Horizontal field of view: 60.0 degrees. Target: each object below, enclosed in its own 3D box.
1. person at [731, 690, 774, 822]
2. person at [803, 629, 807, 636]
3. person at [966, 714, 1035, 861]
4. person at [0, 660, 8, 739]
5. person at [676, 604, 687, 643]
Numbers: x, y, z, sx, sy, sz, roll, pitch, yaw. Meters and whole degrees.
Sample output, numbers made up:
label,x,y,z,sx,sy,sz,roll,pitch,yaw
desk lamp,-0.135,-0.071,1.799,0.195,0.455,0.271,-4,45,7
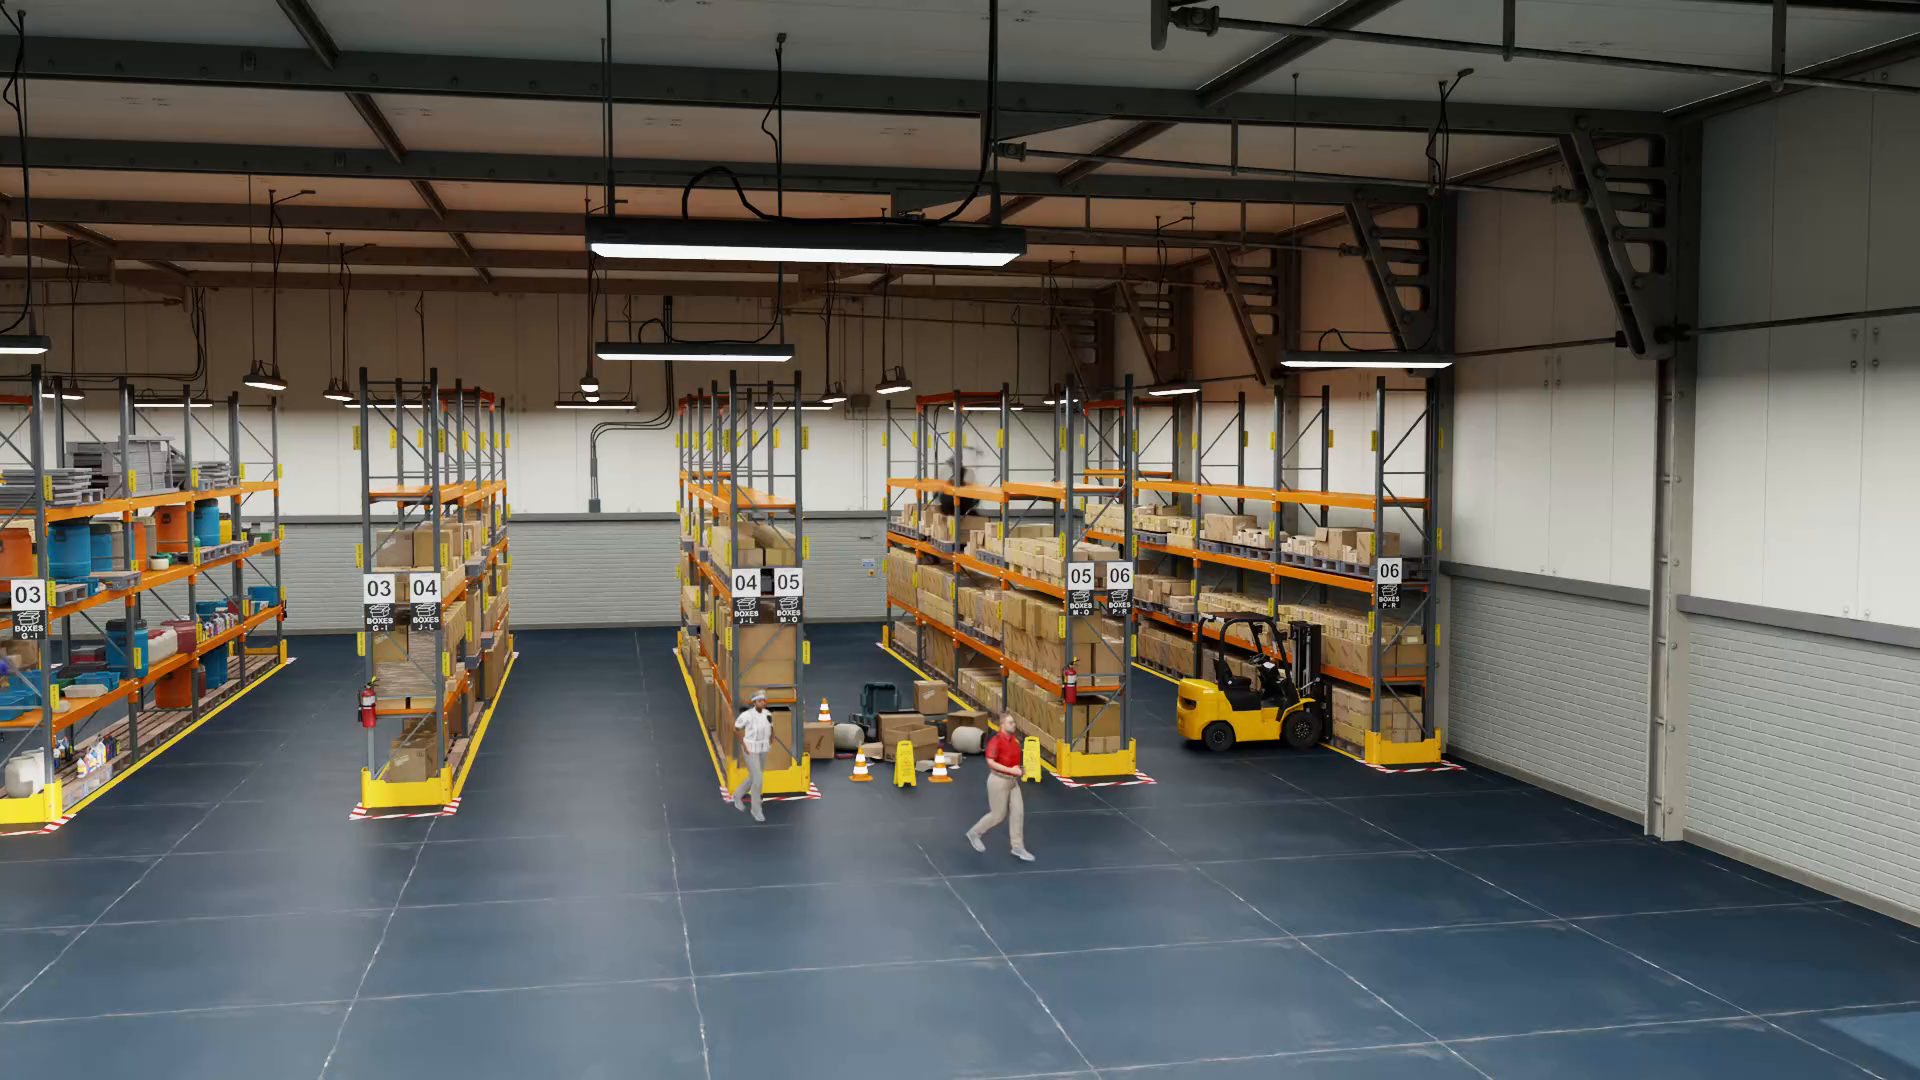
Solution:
label,x,y,z,sx,sy,sz,roll,pitch,yaw
person,-2.757,2.847,22.194,0.764,1.755,0.576,3,5,42
person,-4.262,1.638,41.246,0.856,1.816,0.693,-1,3,-11
person,0.507,2.954,20.012,0.867,1.752,0.685,2,4,31
person,-15.956,2.555,27.363,0.536,1.690,0.801,-1,4,-23
person,-6.658,1.731,40.691,0.815,1.692,0.792,0,3,6
